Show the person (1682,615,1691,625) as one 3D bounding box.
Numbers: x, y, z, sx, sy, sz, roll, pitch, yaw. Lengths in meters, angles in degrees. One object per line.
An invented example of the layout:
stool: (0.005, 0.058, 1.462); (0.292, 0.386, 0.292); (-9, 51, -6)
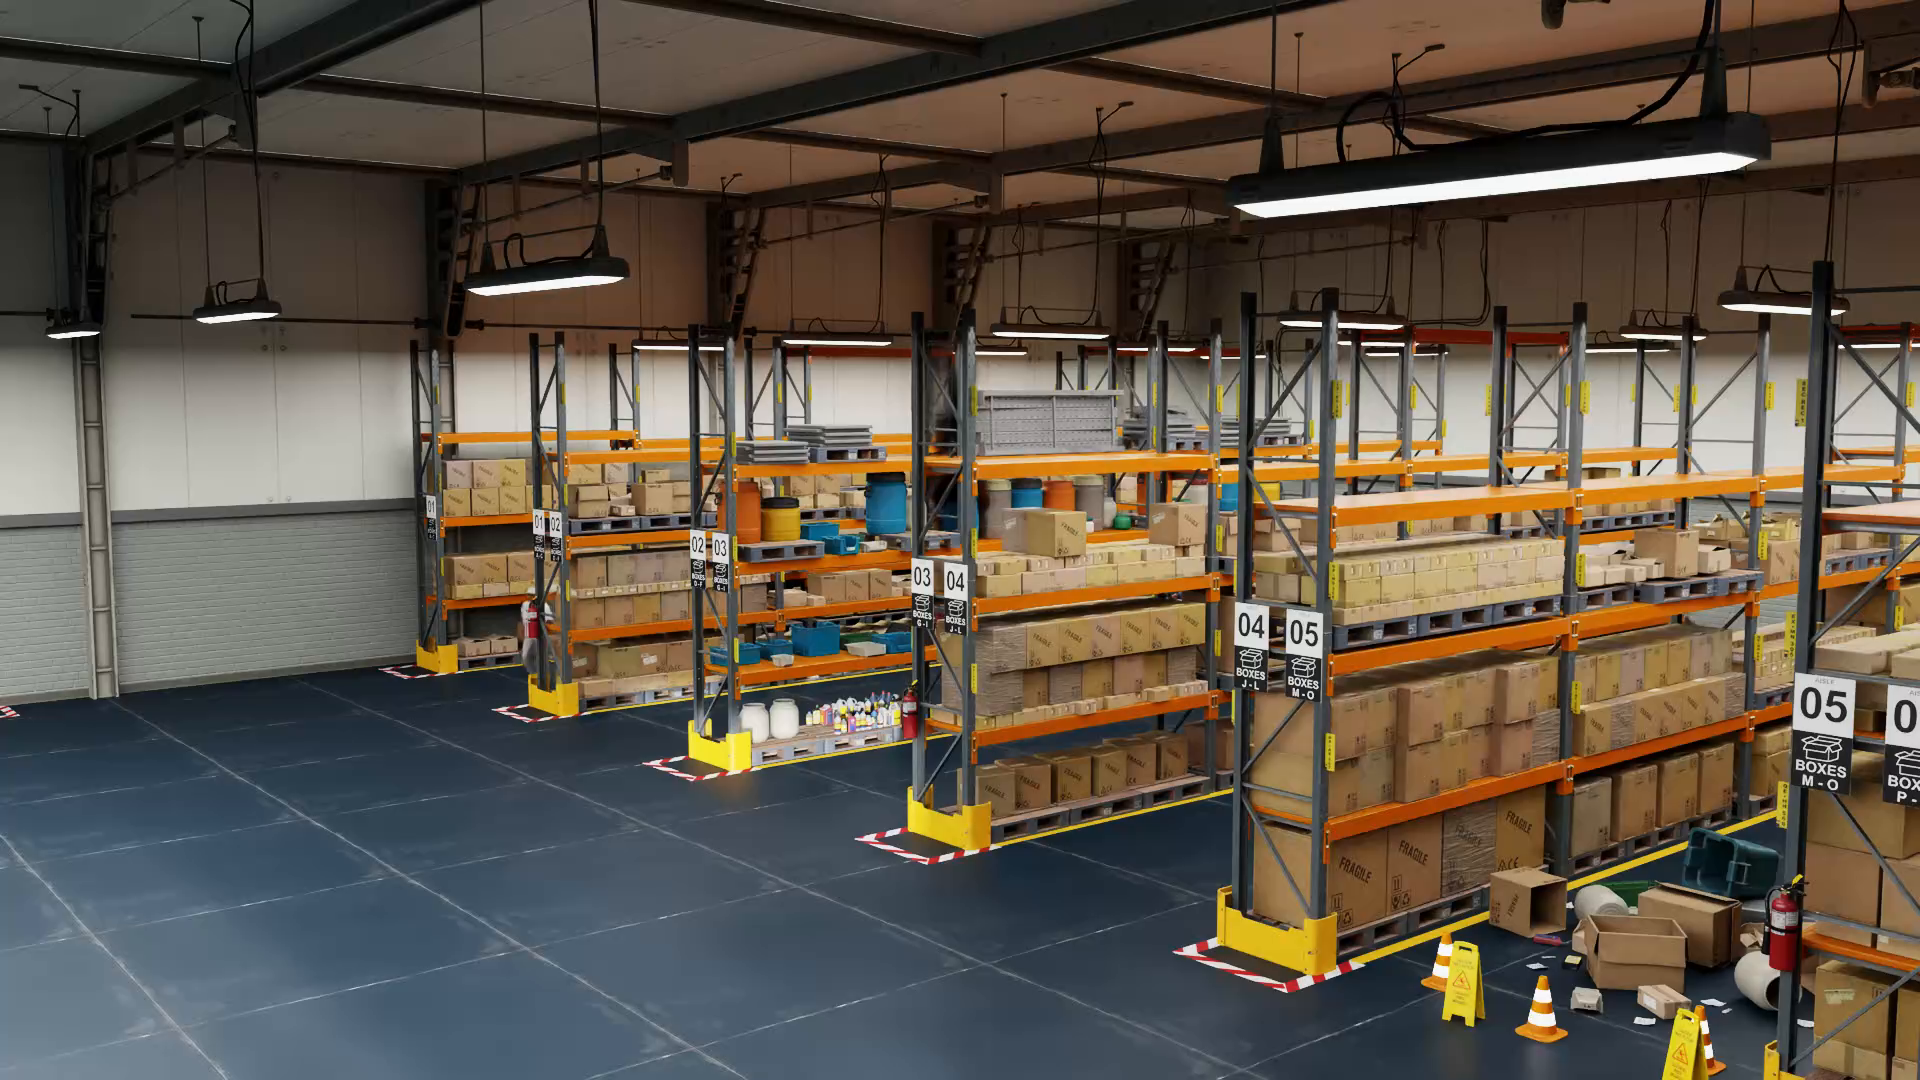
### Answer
person: (11.494, 1.954, 26.270); (0.865, 1.580, 0.528); (-4, 7, -39)

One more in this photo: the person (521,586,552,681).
person: (-7.289, 1.677, 28.443); (0.697, 1.790, 0.783); (2, 6, 16)

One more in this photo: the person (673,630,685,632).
person: (-5.235, 1.437, 30.976); (0.558, 1.717, 0.883); (3, 6, 26)
